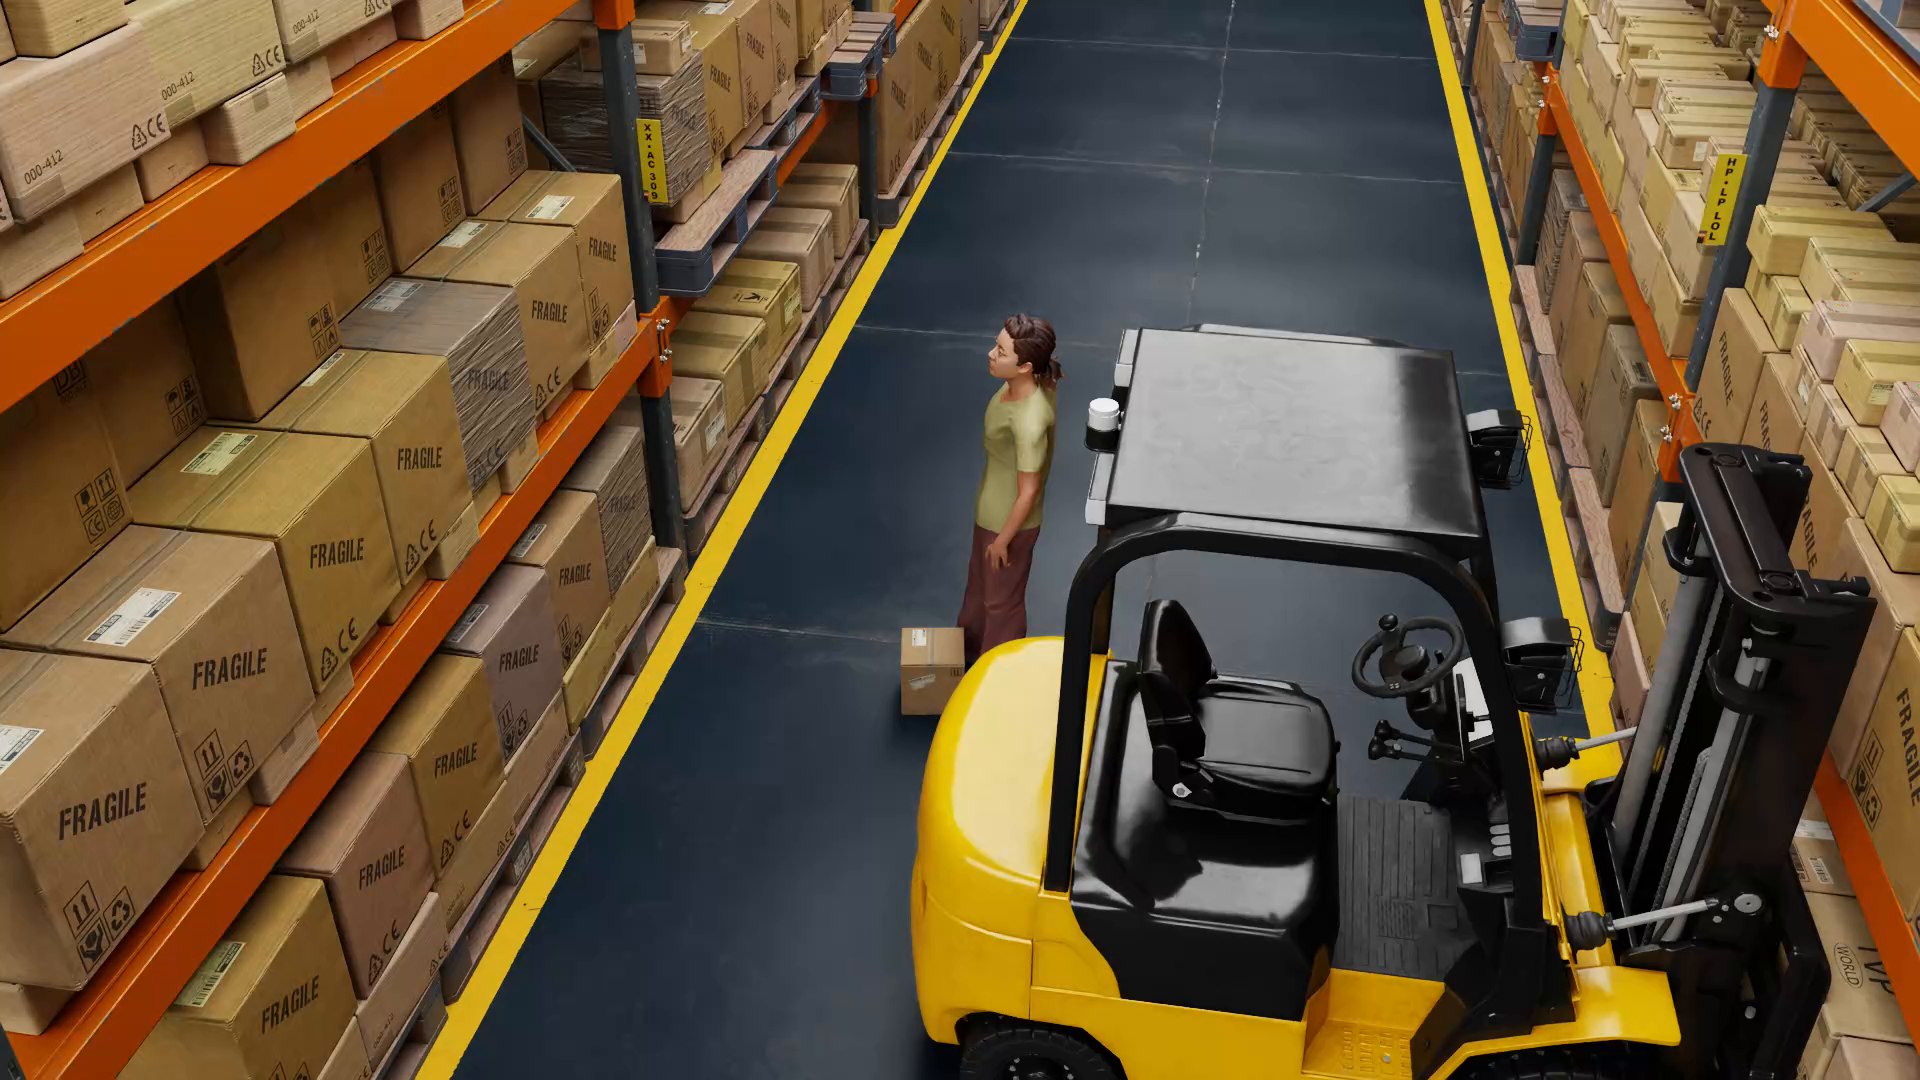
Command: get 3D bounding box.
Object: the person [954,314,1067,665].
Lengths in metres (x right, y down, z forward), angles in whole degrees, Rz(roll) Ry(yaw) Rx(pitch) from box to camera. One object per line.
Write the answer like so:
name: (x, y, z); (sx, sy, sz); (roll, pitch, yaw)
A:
person: (0.109, -0.100, 6.279); (0.548, 1.673, 0.554); (1, 33, 2)
